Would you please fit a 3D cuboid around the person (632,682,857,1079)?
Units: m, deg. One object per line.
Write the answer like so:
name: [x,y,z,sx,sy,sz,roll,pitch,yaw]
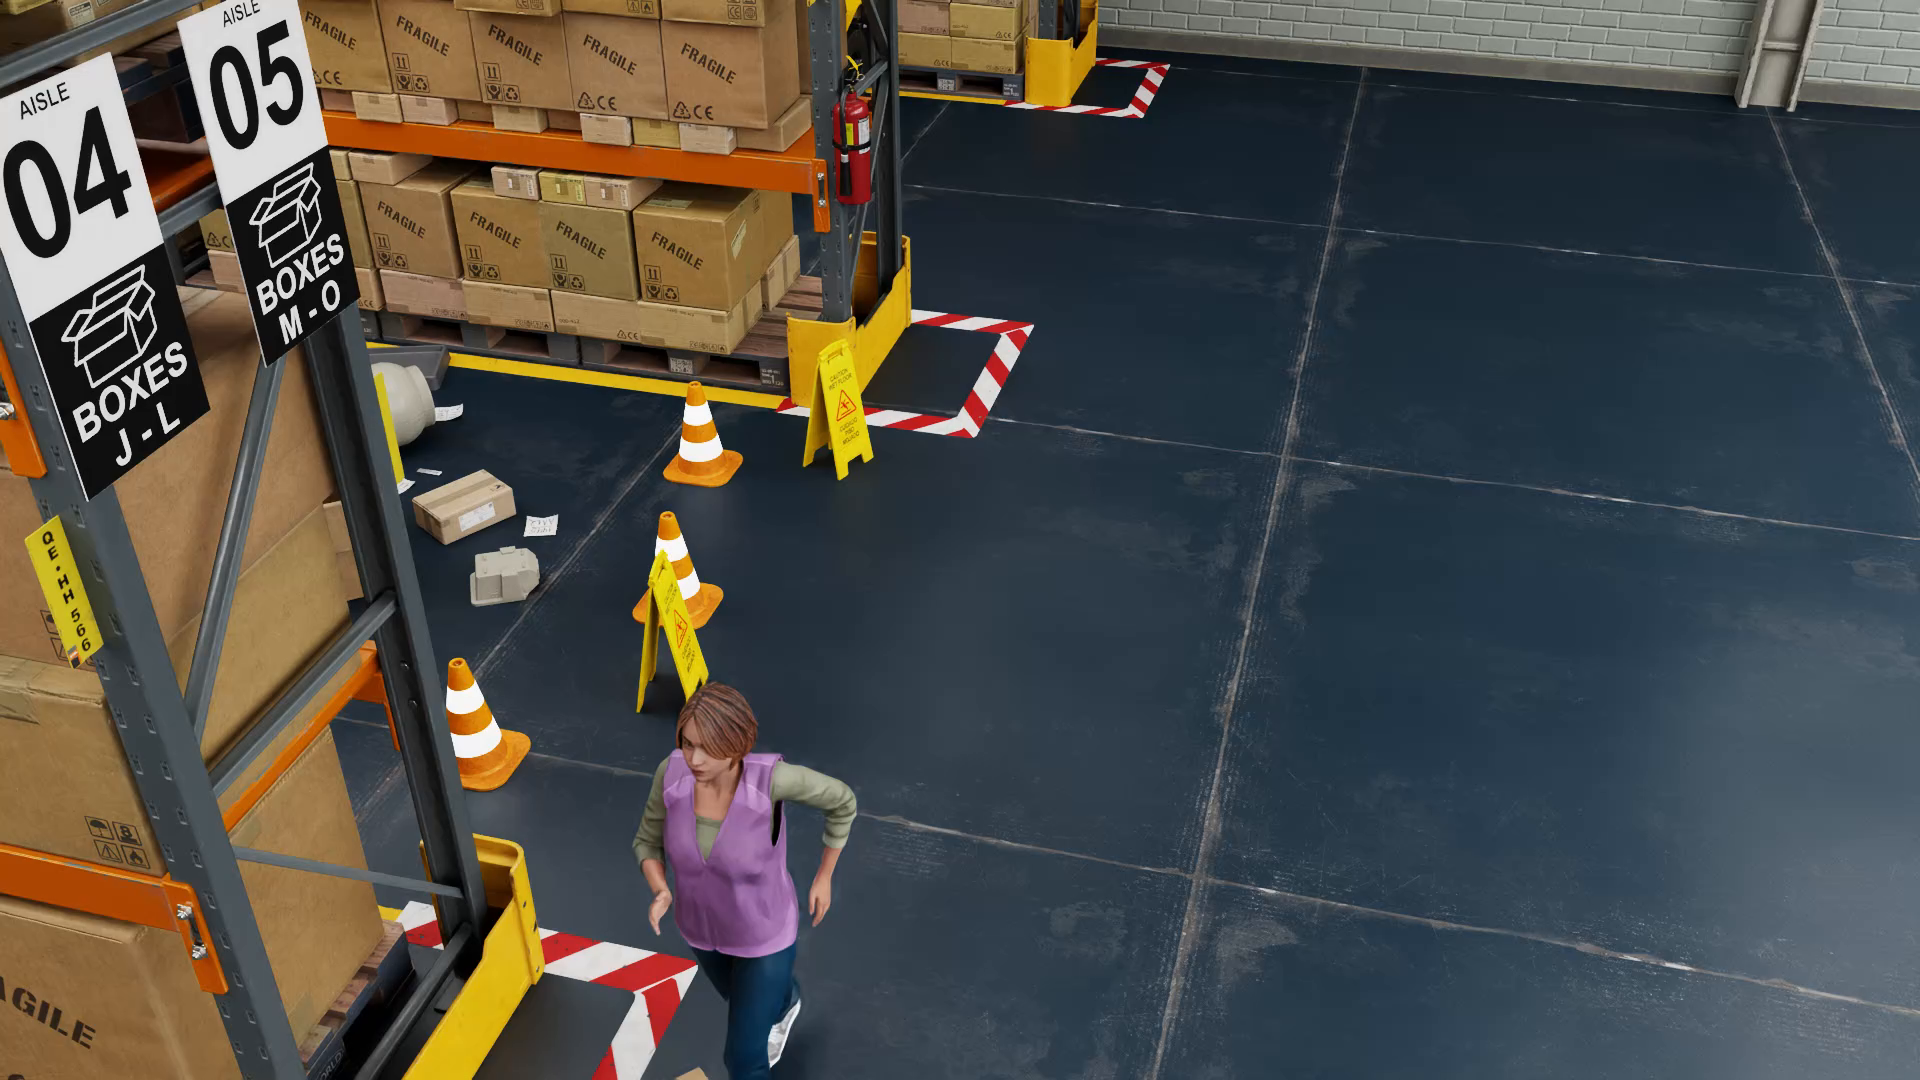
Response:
person: [-0.605,1.058,4.497,0.532,1.598,0.782,12,35,18]
